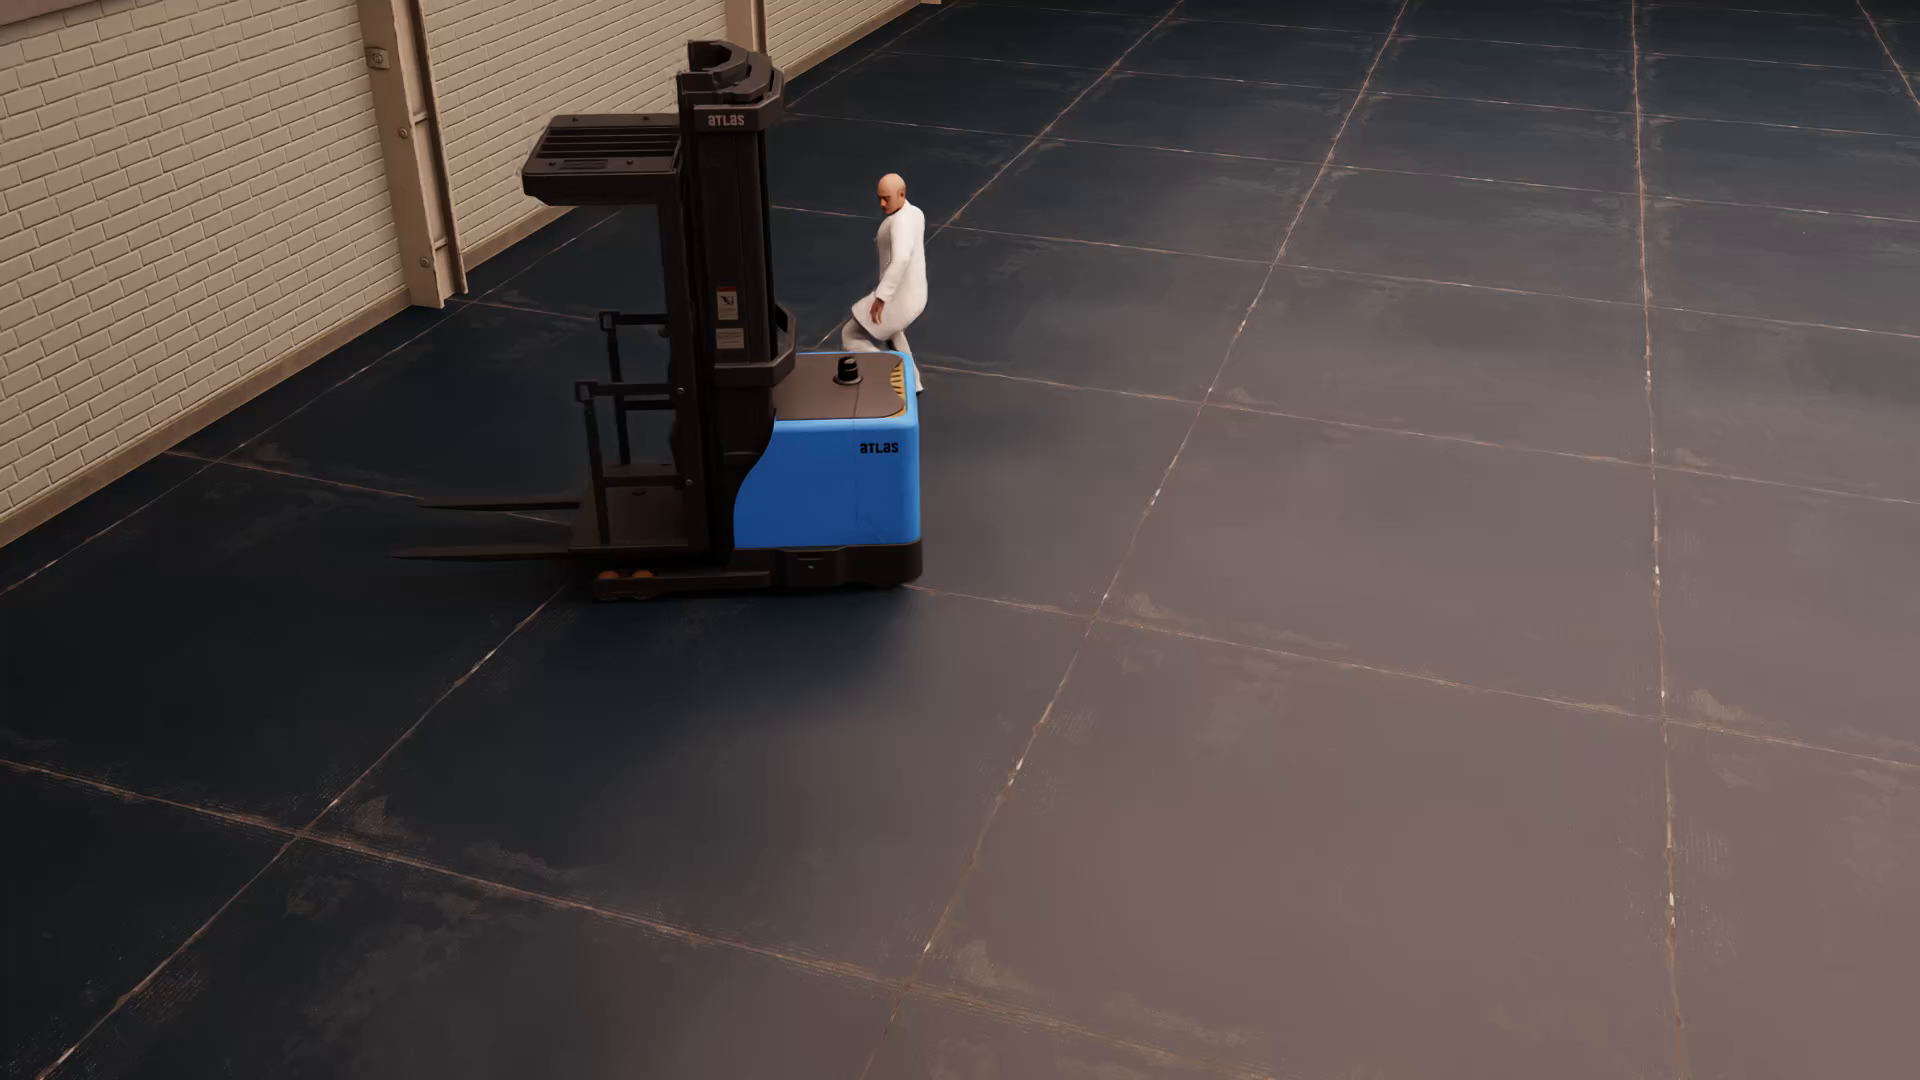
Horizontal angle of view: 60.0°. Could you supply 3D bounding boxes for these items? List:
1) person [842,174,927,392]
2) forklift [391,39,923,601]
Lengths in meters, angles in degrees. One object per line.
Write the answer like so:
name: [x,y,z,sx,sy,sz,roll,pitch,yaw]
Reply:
person: [-0.454,-1.703,11.466,0.543,1.662,1.026,13,32,21]
forklift: [-1.753,-1.196,9.235,3.031,2.935,1.130,-2,30,-3]
